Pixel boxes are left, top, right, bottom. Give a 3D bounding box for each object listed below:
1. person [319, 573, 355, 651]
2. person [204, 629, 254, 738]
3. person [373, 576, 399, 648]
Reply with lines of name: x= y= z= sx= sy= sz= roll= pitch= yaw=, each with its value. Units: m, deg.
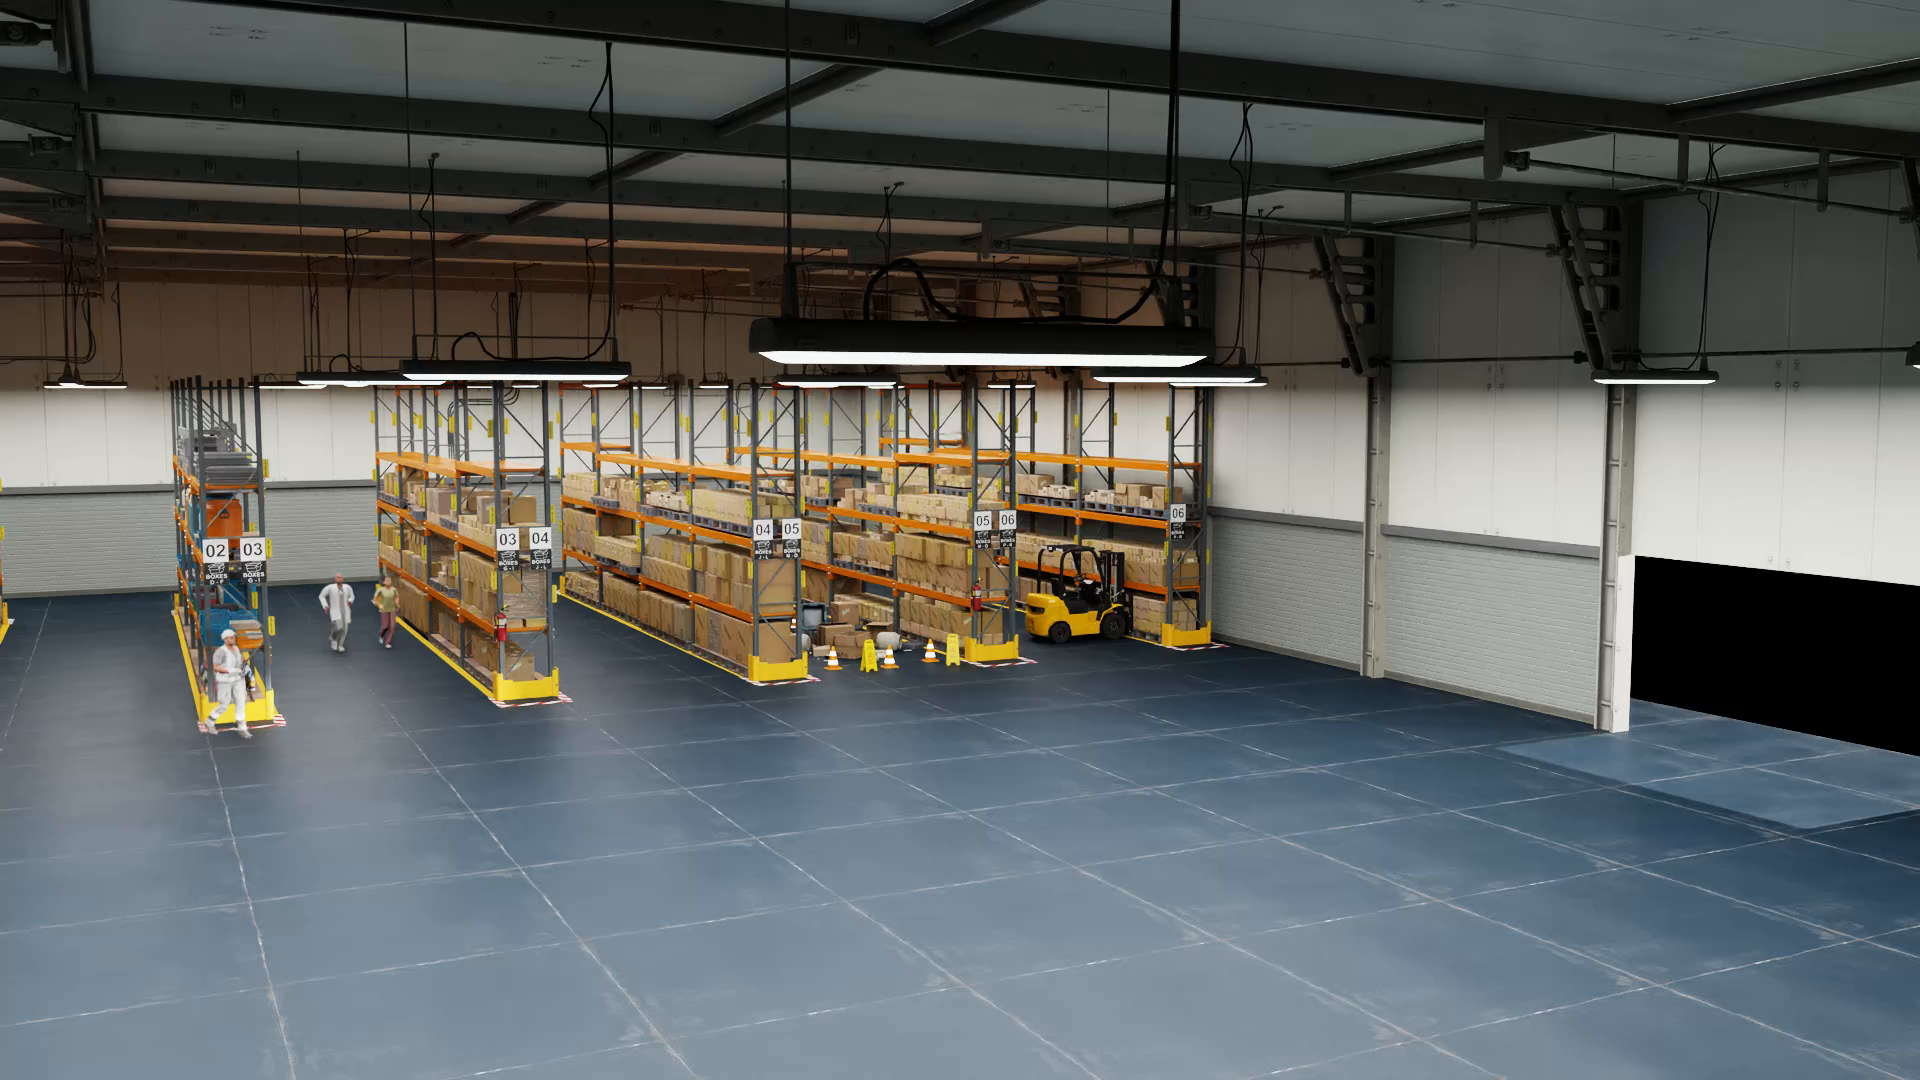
person: x=-13.628 y=1.594 z=36.573 sx=0.704 sy=1.734 sz=0.653 roll=-5 pitch=7 yaw=-42
person: x=-12.125 y=2.362 z=27.552 sx=0.879 sy=1.785 sz=0.682 roll=2 pitch=5 yaw=17
person: x=-12.823 y=1.600 z=37.241 sx=0.565 sy=1.623 sz=0.544 roll=-4 pitch=6 yaw=-37
